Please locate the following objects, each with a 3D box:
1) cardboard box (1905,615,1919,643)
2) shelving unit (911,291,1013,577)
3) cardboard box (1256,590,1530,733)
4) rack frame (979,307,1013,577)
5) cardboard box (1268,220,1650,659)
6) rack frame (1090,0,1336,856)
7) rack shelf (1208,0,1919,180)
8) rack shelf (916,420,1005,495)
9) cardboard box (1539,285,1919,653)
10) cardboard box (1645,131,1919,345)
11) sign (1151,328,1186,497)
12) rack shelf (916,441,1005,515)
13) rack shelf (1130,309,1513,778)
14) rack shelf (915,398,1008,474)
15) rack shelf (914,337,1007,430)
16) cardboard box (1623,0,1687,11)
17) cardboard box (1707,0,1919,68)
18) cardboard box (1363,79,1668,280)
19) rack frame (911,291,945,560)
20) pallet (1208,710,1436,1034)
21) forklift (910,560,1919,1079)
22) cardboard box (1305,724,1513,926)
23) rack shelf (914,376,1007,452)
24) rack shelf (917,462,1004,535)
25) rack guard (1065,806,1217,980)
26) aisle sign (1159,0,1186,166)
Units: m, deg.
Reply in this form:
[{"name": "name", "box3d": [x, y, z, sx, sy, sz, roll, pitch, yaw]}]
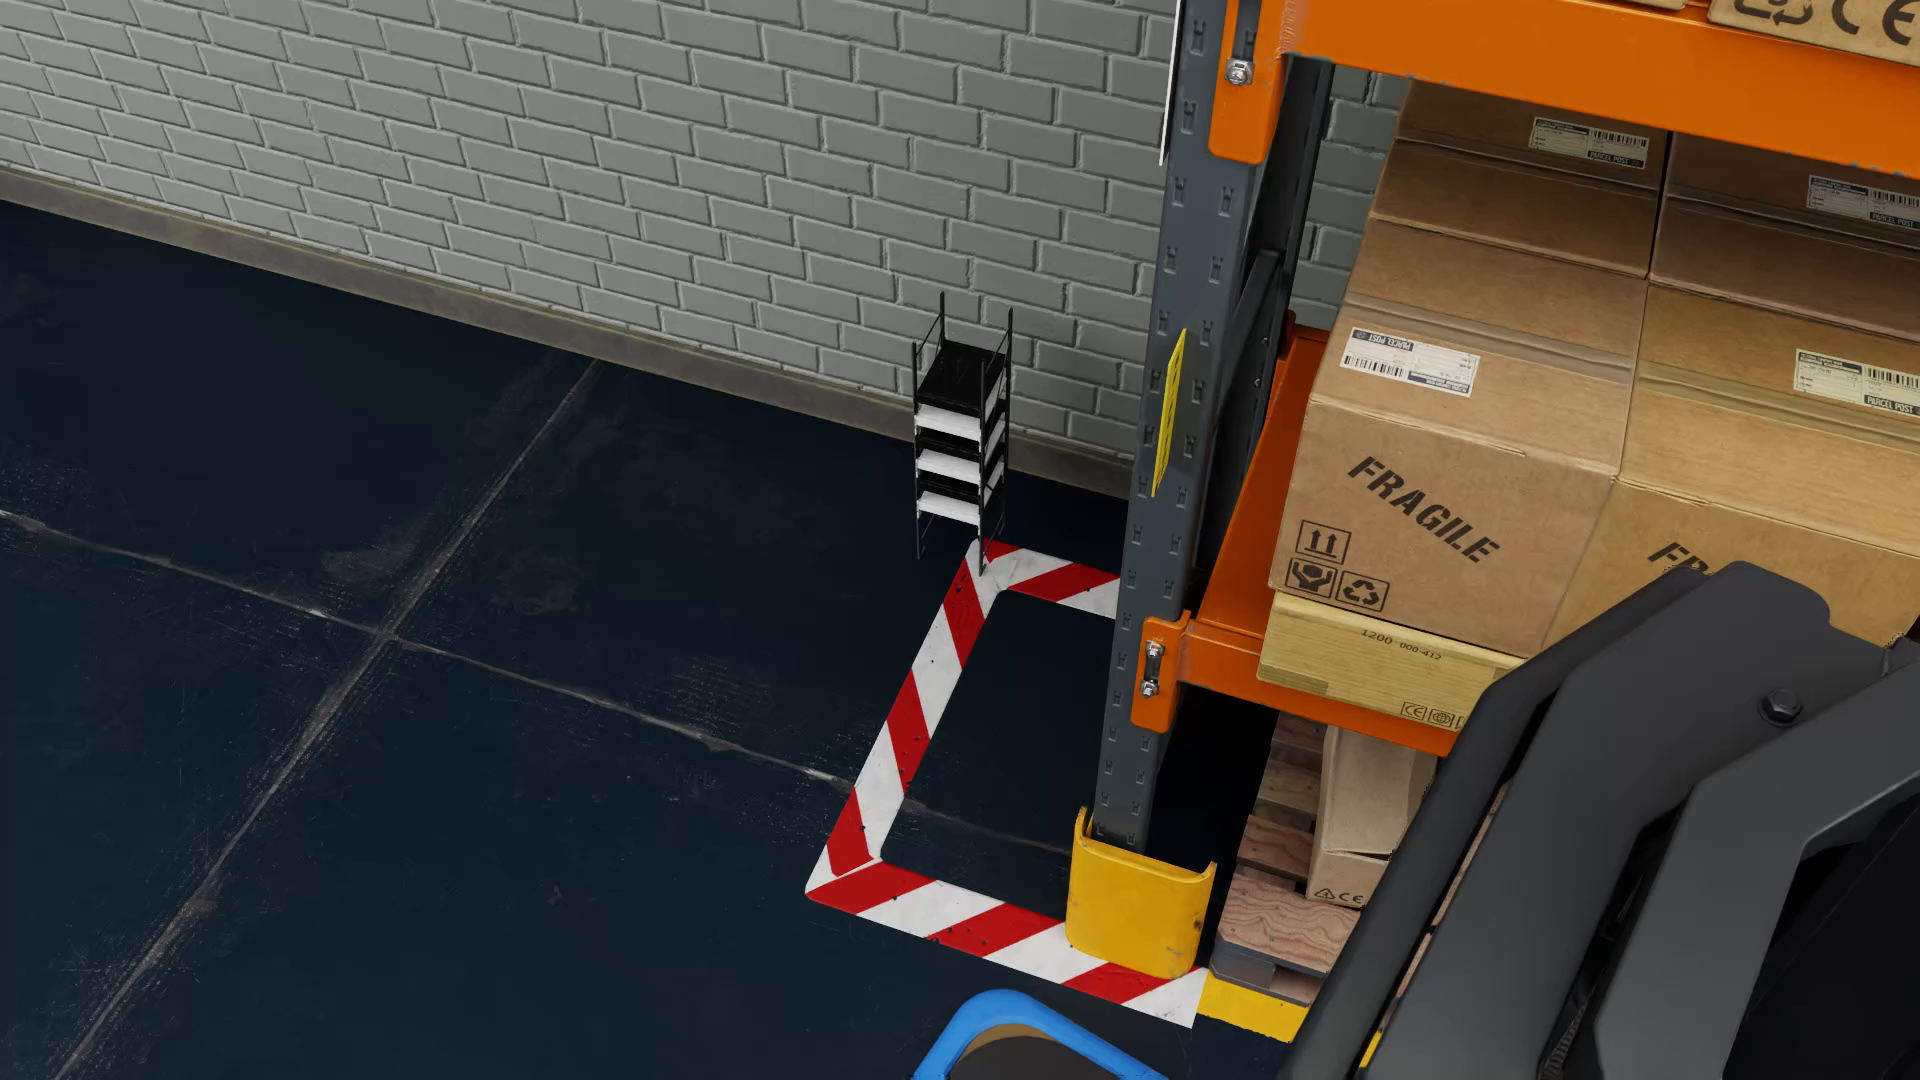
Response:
[{"name": "cardboard box", "box3d": [1.836, 0.093, 2.774, 0.500, 0.500, 0.500, 14, 51, 12]}, {"name": "shelving unit", "box3d": [0.007, -0.293, 4.908, 0.210, 0.900, 0.258, 16, 51, 13]}, {"name": "cardboard box", "box3d": [0.897, 0.078, 3.284, 0.500, 0.250, 0.500, 14, 51, 12]}, {"name": "rack frame", "box3d": [0.103, -0.266, 4.885, 0.006, 0.900, 0.240, 16, 51, 13]}, {"name": "cardboard box", "box3d": [0.893, -0.183, 3.013, 0.500, 0.500, 0.500, 16, 51, 13]}, {"name": "rack frame", "box3d": [0.549, -0.318, 3.541, 0.127, 3.000, 1.000, 16, 51, 13]}, {"name": "rack shelf", "box3d": [2.425, -0.541, 2.225, 4.000, 0.370, 1.077, 16, 51, 13]}, {"name": "rack shelf", "box3d": [0.007, -0.271, 4.933, 0.200, 0.077, 0.258, 16, 51, 13]}, {"name": "cardboard box", "box3d": [1.353, -0.046, 2.895, 0.500, 0.500, 0.500, 16, 51, 13]}, {"name": "cardboard box", "box3d": [1.534, -0.409, 3.210, 0.500, 0.500, 0.500, 16, 51, 14]}, {"name": "sign", "box3d": [0.361, -0.217, 2.880, 0.005, 0.325, 0.100, 16, 51, 13]}, {"name": "rack shelf", "box3d": [0.007, -0.212, 5.001, 0.200, 0.077, 0.258, 16, 51, 13]}, {"name": "rack shelf", "box3d": [2.425, 0.441, 3.358, 4.000, 0.370, 1.077, 16, 51, 13]}, {"name": "rack shelf", "box3d": [0.007, -0.330, 4.865, 0.200, 0.077, 0.258, 16, 51, 13]}, {"name": "rack shelf", "box3d": [0.007, -0.448, 4.729, 0.200, 0.077, 0.258, 16, 51, 13]}, {"name": "cardboard box", "box3d": [0.776, -1.075, 2.132, 0.500, 0.500, 0.500, 17, 51, 14]}, {"name": "cardboard box", "box3d": [1.268, -0.909, 1.988, 0.500, 0.500, 0.500, 19, 52, 16]}, {"name": "cardboard box", "box3d": [1.065, -0.548, 3.330, 0.500, 0.500, 0.500, 15, 51, 13]}, {"name": "rack frame", "box3d": [-0.088, -0.319, 4.931, 0.006, 0.900, 0.240, 16, 51, 13]}, {"name": "pallet", "box3d": [1.370, 0.853, 4.371, 1.213, 0.211, 1.003, 16, 51, 13]}, {"name": "forklift", "box3d": [1.030, 1.479, 2.029, 3.031, 2.935, 1.130, 26, 54, 21]}, {"name": "cardboard box", "box3d": [1.167, 0.664, 4.178, 0.500, 0.311, 0.500, 10, 50, 9]}, {"name": "rack shelf", "box3d": [0.007, -0.389, 4.797, 0.200, 0.077, 0.258, 16, 51, 13]}, {"name": "rack shelf", "box3d": [0.008, -0.153, 5.069, 0.200, 0.077, 0.258, 16, 51, 13]}, {"name": "rack guard", "box3d": [0.621, 0.521, 4.468, 0.348, 0.500, 1.175, 16, 51, 13]}, {"name": "aisle sign", "box3d": [0.378, -0.976, 2.390, 0.004, 0.787, 0.394, 16, 51, 13]}]
